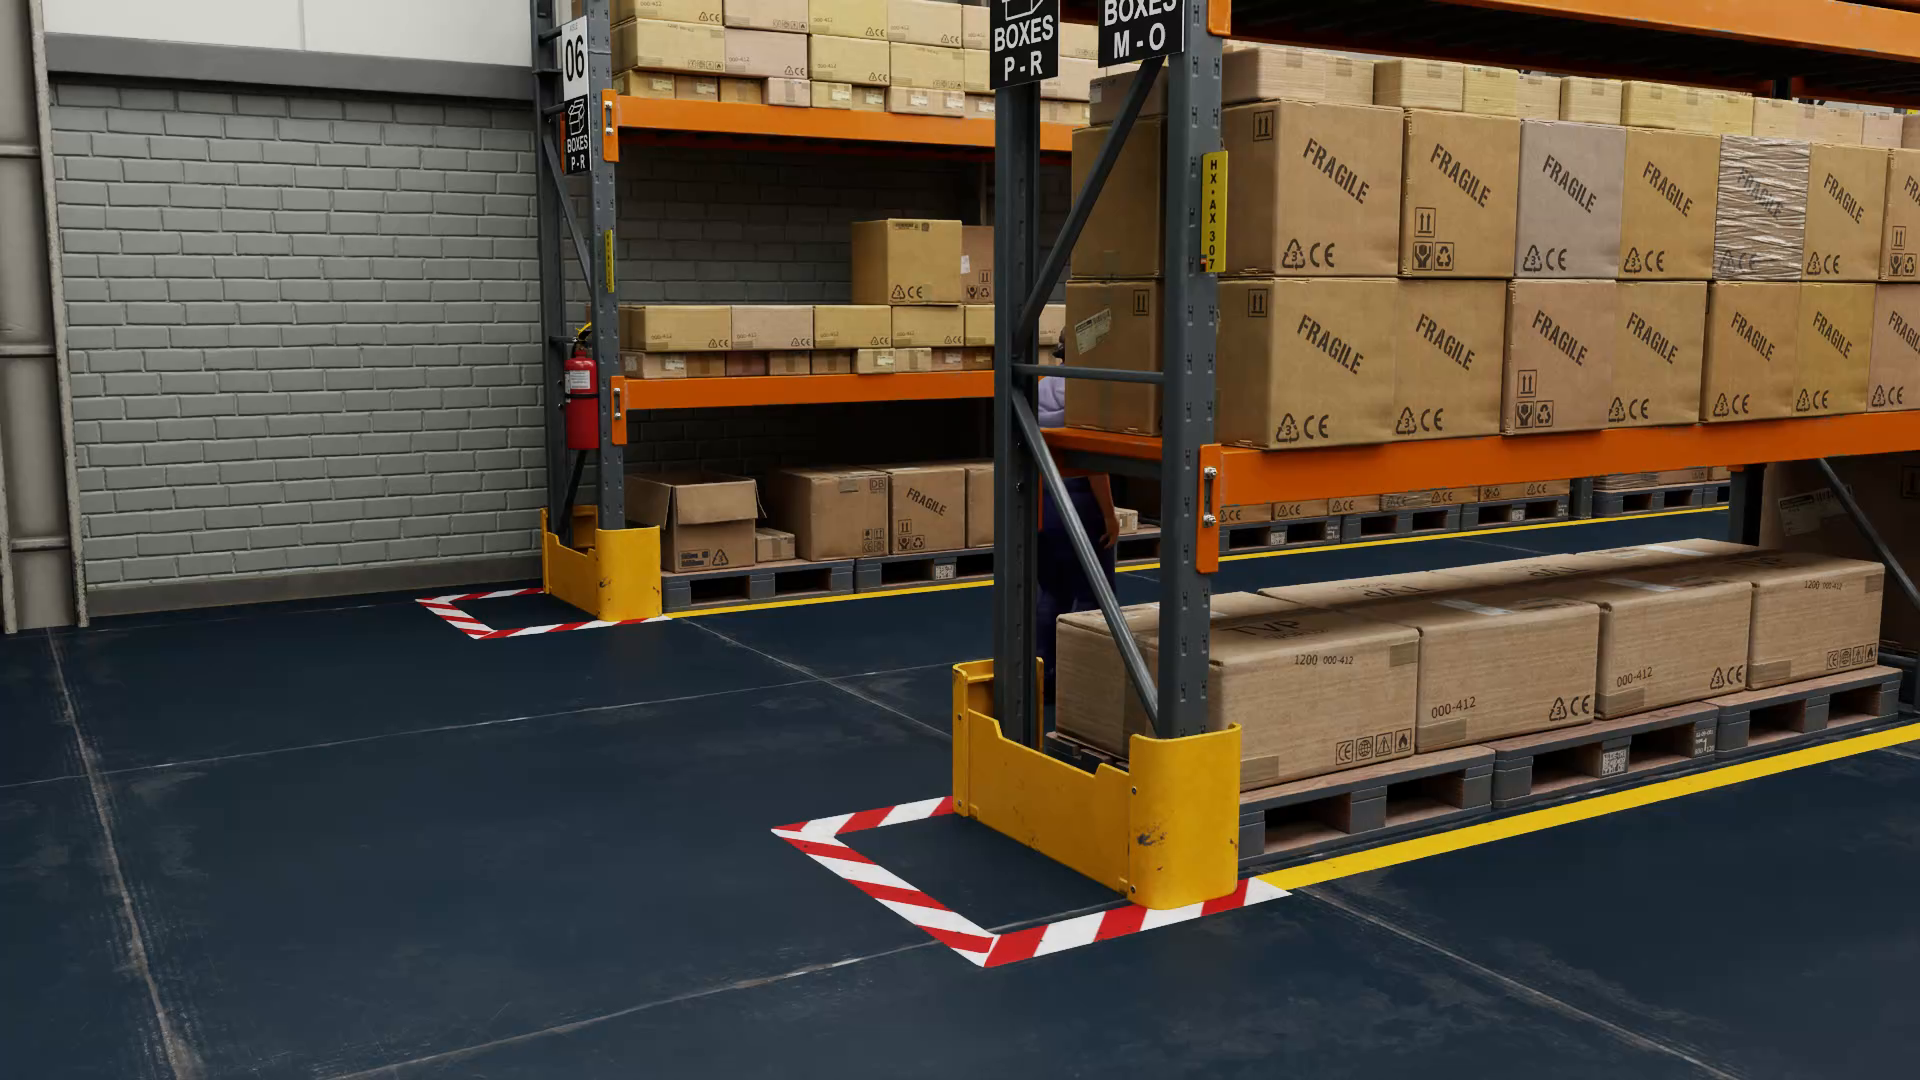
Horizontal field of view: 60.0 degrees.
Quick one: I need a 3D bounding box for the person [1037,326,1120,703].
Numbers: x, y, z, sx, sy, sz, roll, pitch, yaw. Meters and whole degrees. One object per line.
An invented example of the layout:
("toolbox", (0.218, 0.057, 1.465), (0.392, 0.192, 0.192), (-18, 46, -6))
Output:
("person", (0.468, -0.098, 7.038), (0.375, 1.650, 0.545), (-6, 10, -34))
